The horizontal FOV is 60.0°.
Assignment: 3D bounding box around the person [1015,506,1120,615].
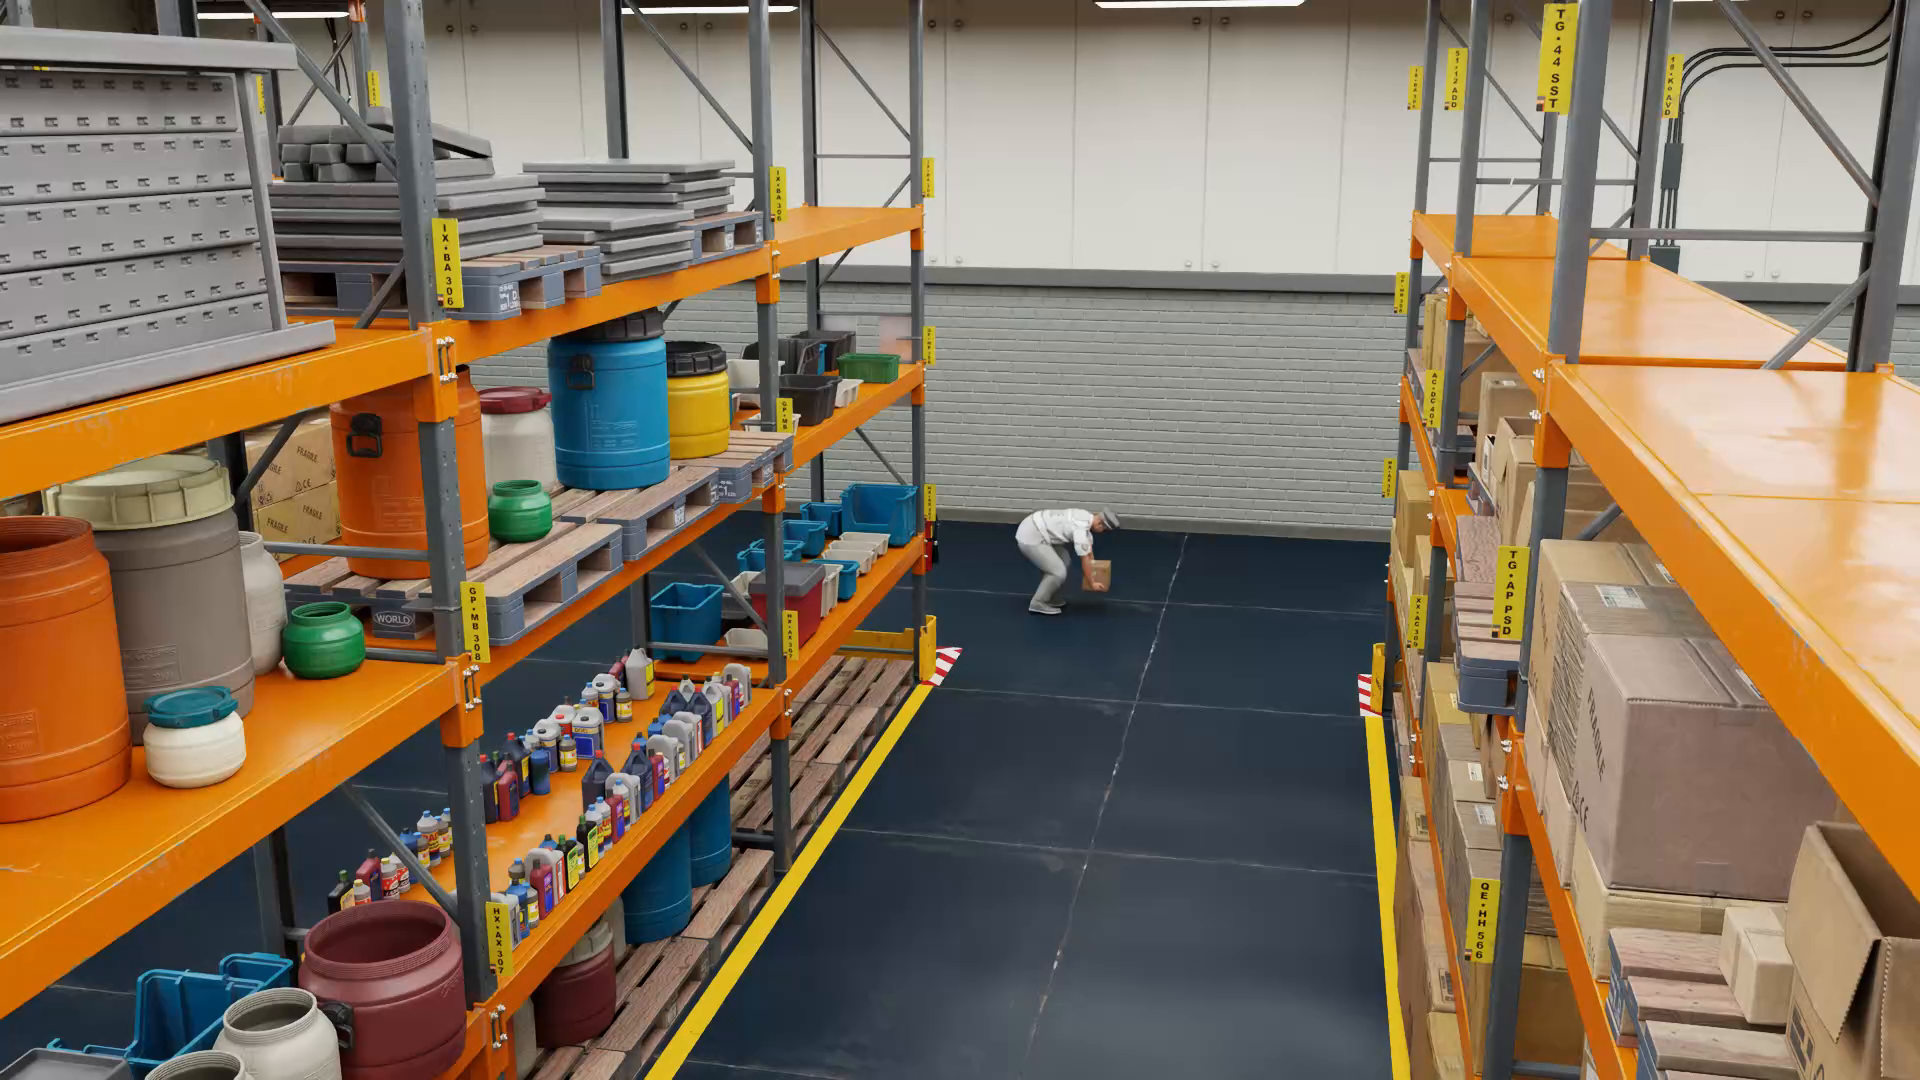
[{"bbox_3d":[1.073,0.185,16.632,1.033,1.077,0.535,2,15,8],"label":"person"}]
